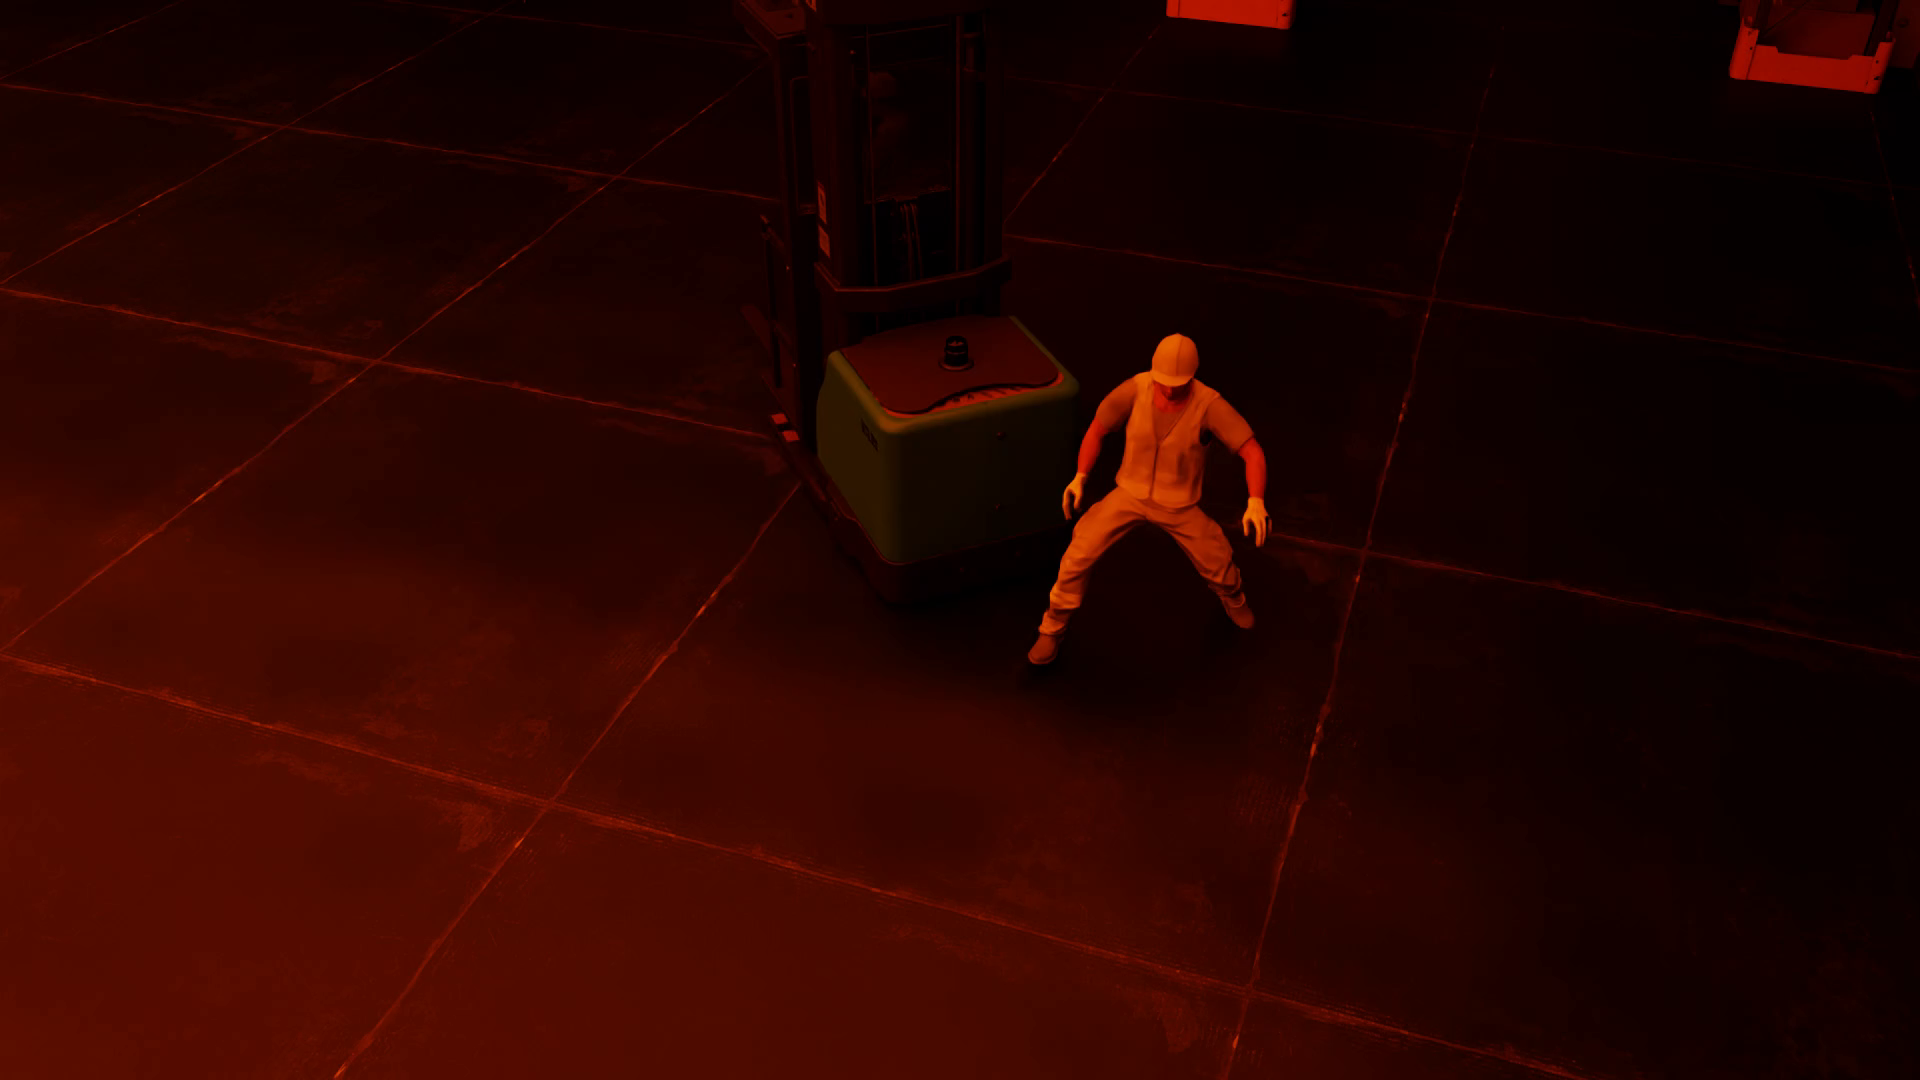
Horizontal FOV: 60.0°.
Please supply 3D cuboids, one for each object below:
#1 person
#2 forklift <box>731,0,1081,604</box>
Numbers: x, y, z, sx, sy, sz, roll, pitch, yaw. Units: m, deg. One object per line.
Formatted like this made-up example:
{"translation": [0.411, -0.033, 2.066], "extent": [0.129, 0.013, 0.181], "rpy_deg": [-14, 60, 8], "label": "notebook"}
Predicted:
{"translation": [0.929, -0.170, 7.536], "extent": [1.024, 1.628, 0.923], "rpy_deg": [12, 37, 16], "label": "person"}
{"translation": [-0.454, -1.731, 8.552], "extent": [1.130, 2.935, 3.031], "rpy_deg": [-14, 38, -19], "label": "forklift"}
